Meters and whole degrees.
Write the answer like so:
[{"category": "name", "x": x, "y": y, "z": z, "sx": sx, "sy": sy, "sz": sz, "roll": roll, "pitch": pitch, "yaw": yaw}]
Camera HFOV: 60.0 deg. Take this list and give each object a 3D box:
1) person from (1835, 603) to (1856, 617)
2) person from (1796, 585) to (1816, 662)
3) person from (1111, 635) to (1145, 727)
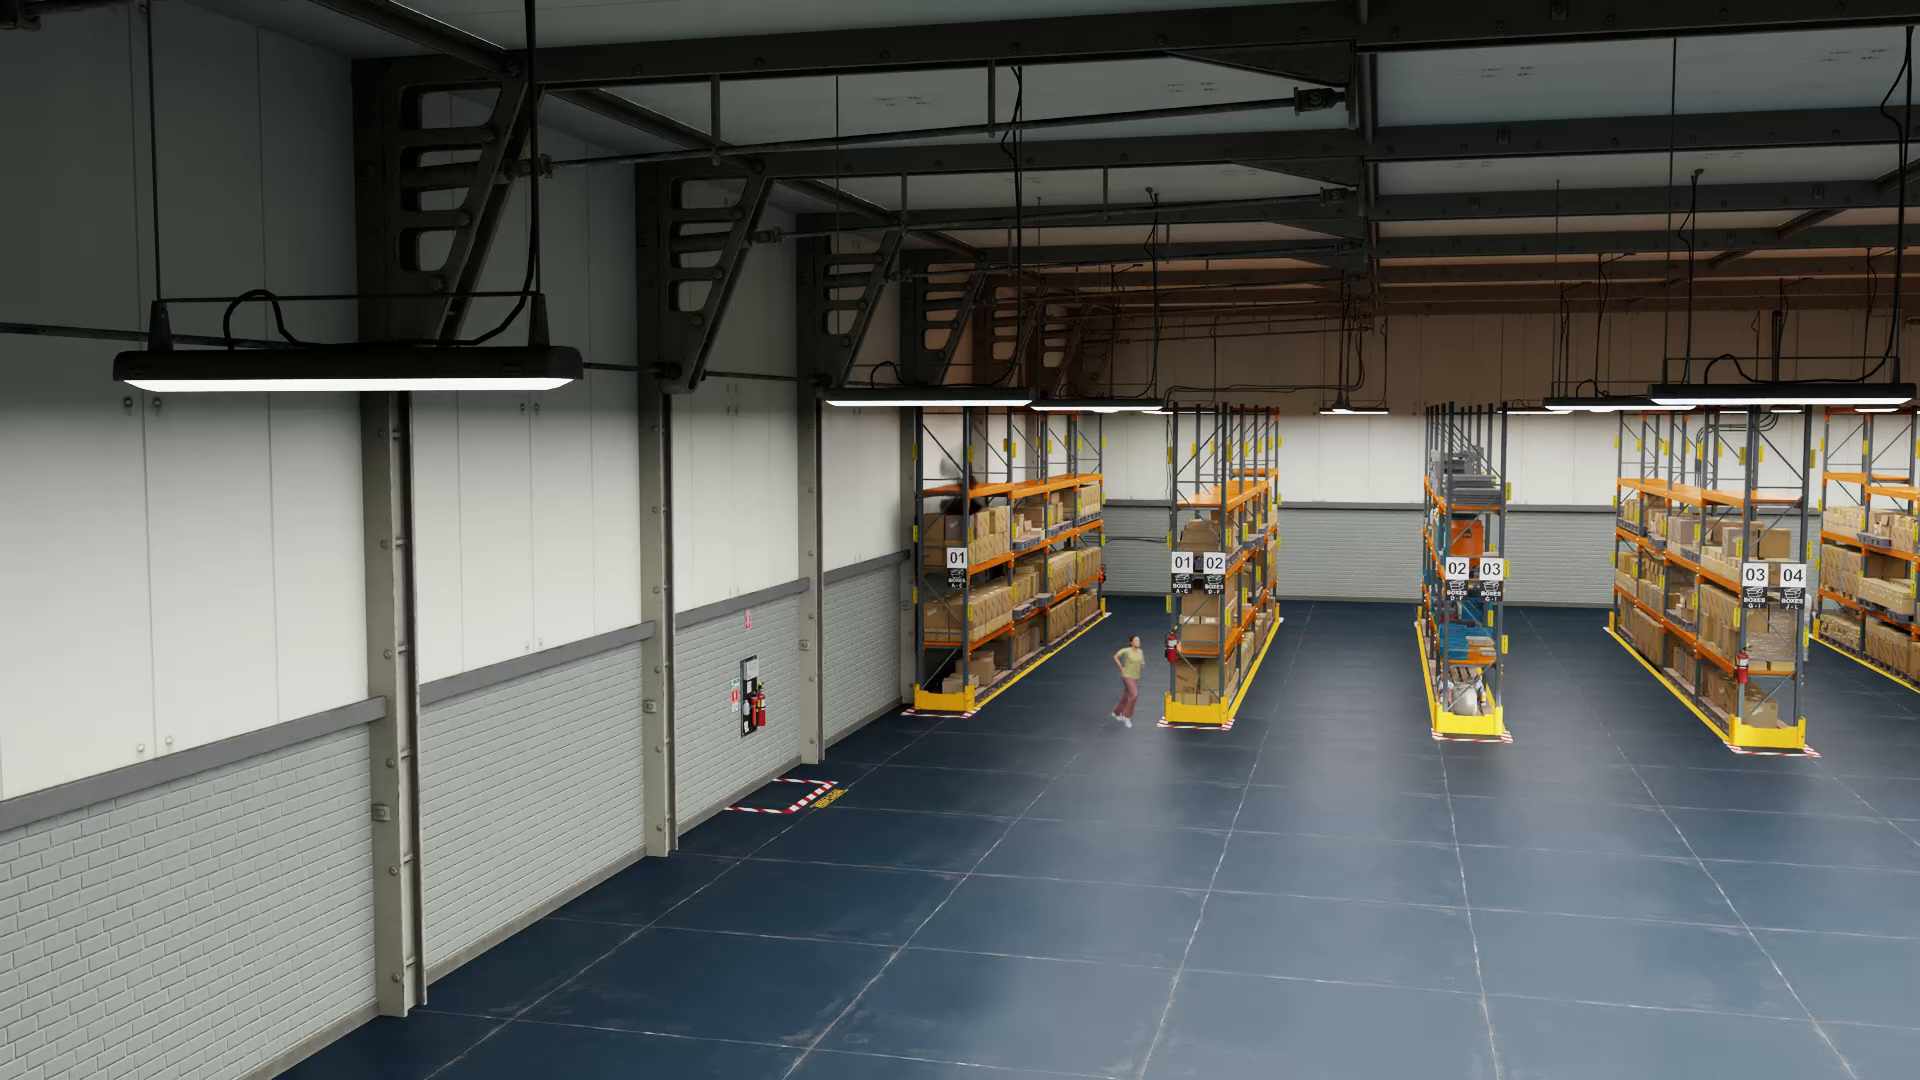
[{"category": "person", "x": 23.579, "y": 1.630, "z": 44.152, "sx": 0.721, "sy": 1.679, "sz": 0.583, "roll": -4, "pitch": 6, "yaw": -40}, {"category": "person", "x": 19.847, "y": 1.934, "z": 39.272, "sx": 0.704, "sy": 1.832, "sz": 0.850, "roll": 1, "pitch": 4, "yaw": 8}, {"category": "person", "x": 3.181, "y": 2.607, "z": 31.063, "sx": 0.558, "sy": 1.712, "sz": 0.709, "roll": -3, "pitch": 5, "yaw": -37}]
